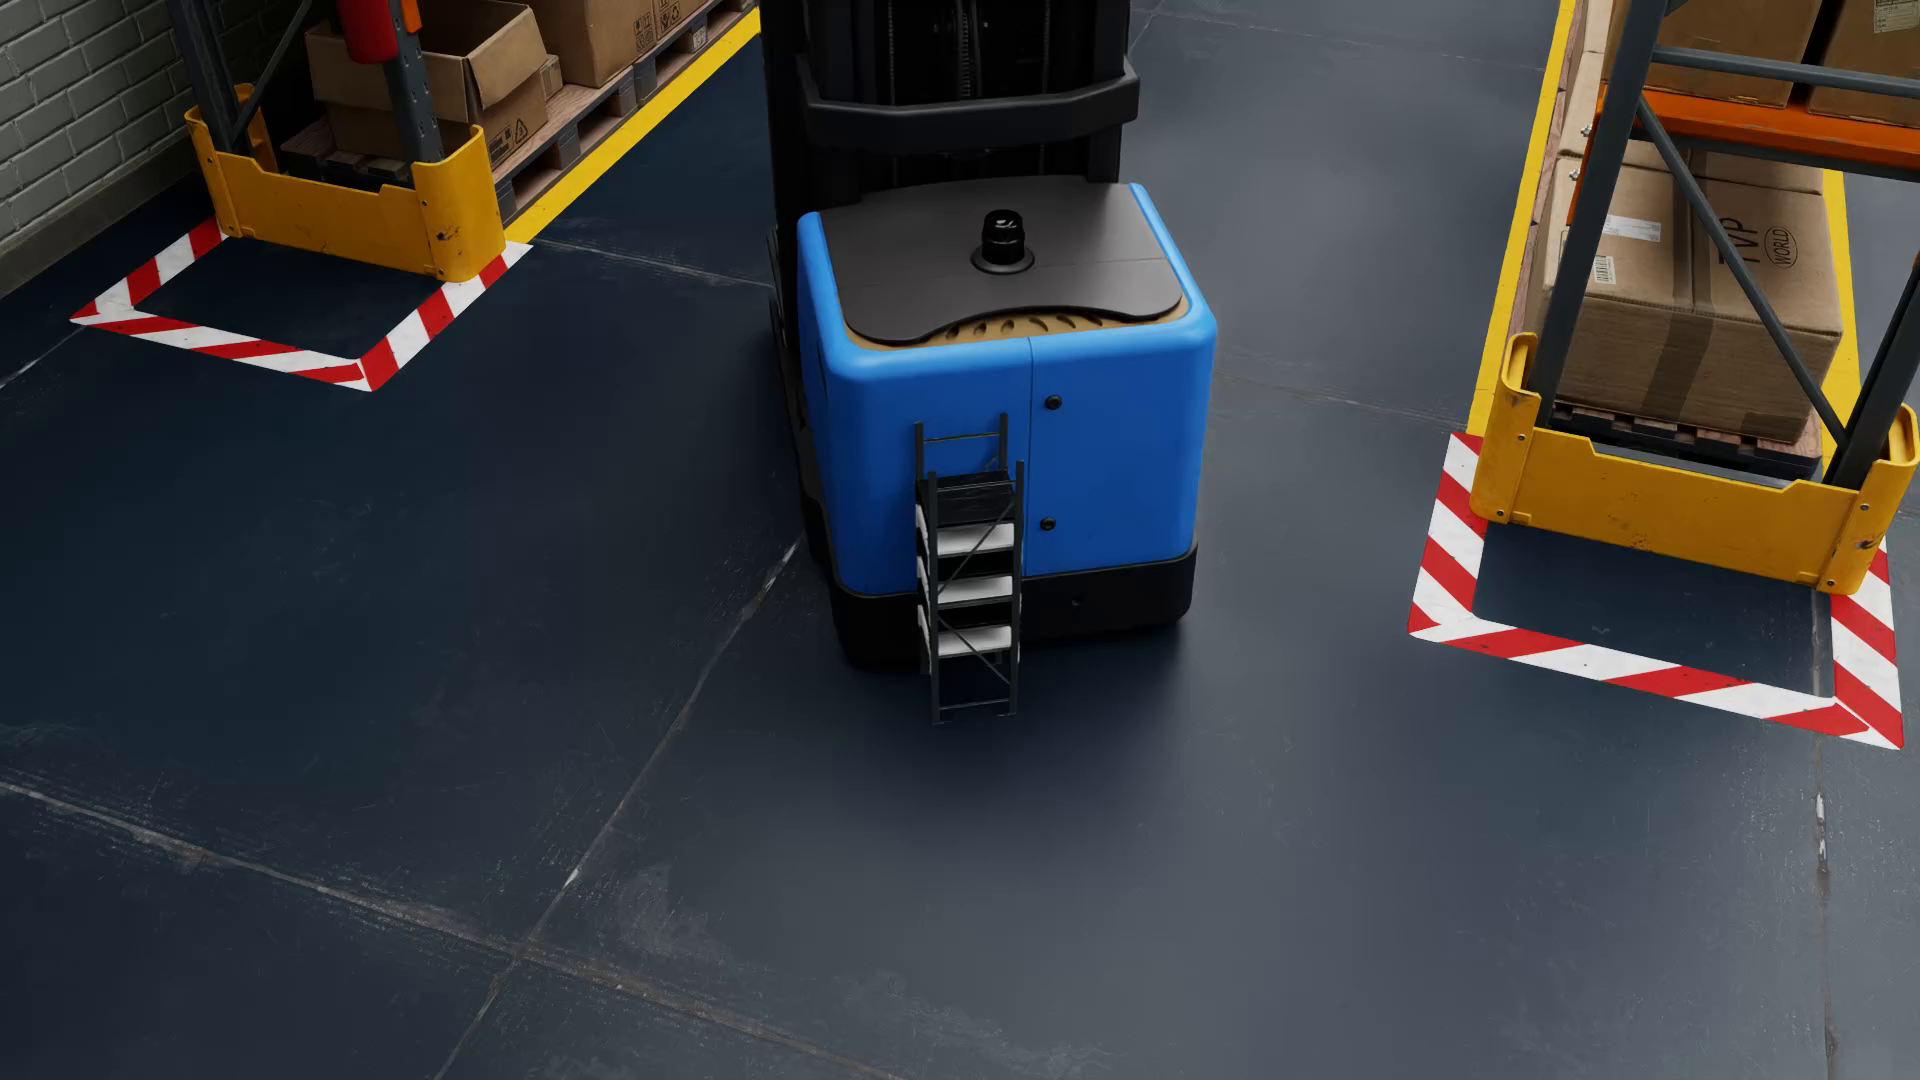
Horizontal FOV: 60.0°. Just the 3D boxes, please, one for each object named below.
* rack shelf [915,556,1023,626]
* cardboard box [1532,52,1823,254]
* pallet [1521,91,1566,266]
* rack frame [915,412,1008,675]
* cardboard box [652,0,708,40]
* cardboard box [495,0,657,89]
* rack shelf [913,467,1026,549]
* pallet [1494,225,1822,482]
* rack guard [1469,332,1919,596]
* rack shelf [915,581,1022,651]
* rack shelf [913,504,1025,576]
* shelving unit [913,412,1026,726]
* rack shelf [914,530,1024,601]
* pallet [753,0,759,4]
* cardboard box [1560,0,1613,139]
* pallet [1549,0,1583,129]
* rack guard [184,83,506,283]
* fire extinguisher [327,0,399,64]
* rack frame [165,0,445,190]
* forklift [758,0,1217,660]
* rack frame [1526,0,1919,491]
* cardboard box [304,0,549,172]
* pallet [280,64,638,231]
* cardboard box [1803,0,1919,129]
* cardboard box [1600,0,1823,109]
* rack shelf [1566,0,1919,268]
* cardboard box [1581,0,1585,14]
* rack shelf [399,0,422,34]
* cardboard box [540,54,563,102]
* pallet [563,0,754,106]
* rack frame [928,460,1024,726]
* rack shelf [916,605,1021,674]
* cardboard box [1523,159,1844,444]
[{"bbox_3d":[0.022,0.121,4.466,0.258,0.077,0.200,-7,41,-8],"label":"rack shelf"},{"bbox_3d":[2.682,-1.379,6.205,0.875,0.438,0.875,14,43,16],"label":"cardboard box"},{"bbox_3d":[2.864,-1.395,6.722,1.003,0.211,1.213,13,42,15],"label":"pallet"},{"bbox_3d":[0.004,0.031,4.520,0.240,0.900,0.006,-7,41,-8],"label":"rack frame"},{"bbox_3d":[-1.519,-2.682,7.685,0.500,0.500,0.500,14,42,16],"label":"cardboard box"},{"bbox_3d":[-1.794,-2.382,7.333,0.700,0.500,0.500,15,43,17],"label":"cardboard box"},{"bbox_3d":[0.022,-0.084,4.291,0.258,0.077,0.200,-7,41,-8],"label":"rack shelf"},{"bbox_3d":[2.445,-0.653,5.853,1.003,0.211,1.213,13,42,15],"label":"pallet"},{"bbox_3d":[2.237,-0.243,5.150,1.175,0.500,0.348,13,42,15],"label":"rack guard"},{"bbox_3d":[0.022,0.190,4.524,0.258,0.077,0.200,-7,41,-8],"label":"rack shelf"},{"bbox_3d":[0.022,-0.016,4.349,0.258,0.077,0.200,-7,41,-8],"label":"rack shelf"},{"bbox_3d":[0.022,0.096,4.444,0.258,0.900,0.210,-7,41,-8],"label":"shelving unit"},{"bbox_3d":[0.022,0.053,4.407,0.258,0.077,0.200,-7,41,-8],"label":"rack shelf"},{"bbox_3d":[-1.289,-3.268,8.918,1.003,0.211,1.213,13,42,15],"label":"pallet"},{"bbox_3d":[2.992,-1.928,6.850,0.875,0.438,0.875,12,42,14],"label":"cardboard box"},{"bbox_3d":[3.279,-2.141,7.597,1.003,0.211,1.213,13,42,15],"label":"pallet"},{"bbox_3d":[-2.395,-1.404,6.510,1.175,0.500,0.348,13,42,15],"label":"rack guard"},{"bbox_3d":[-2.037,-1.945,5.565,0.296,0.674,0.183,13,42,15],"label":"fire extinguisher"},{"bbox_3d":[-2.421,-2.308,5.644,1.000,3.000,0.127,13,42,15],"label":"rack frame"},{"bbox_3d":[-0.085,-1.735,5.025,1.130,2.935,3.031,-7,41,-8],"label":"forklift"},{"bbox_3d":[2.245,-1.209,4.356,1.000,3.000,0.127,13,42,15],"label":"rack frame"},{"bbox_3d":[-2.123,-1.870,6.731,0.797,0.503,0.637,12,42,13],"label":"cardboard box"},{"bbox_3d":[-2.123,-1.780,7.174,1.003,0.211,1.213,13,42,15],"label":"pallet"},{"bbox_3d":[2.679,-1.476,4.592,0.500,0.500,0.500,13,42,15],"label":"cardboard box"},{"bbox_3d":[2.161,-1.600,4.737,0.500,0.500,0.500,14,42,15],"label":"cardboard box"},{"bbox_3d":[2.929,-2.155,6.019,1.077,0.370,4.000,13,42,15],"label":"rack shelf"},{"bbox_3d":[3.297,-2.474,7.490,0.875,0.438,0.875,13,42,14],"label":"cardboard box"},{"bbox_3d":[-1.737,-3.254,7.308,1.077,0.370,4.000,13,42,15],"label":"rack shelf"},{"bbox_3d":[-1.941,-1.986,7.140,0.380,0.149,0.250,12,42,13],"label":"cardboard box"},{"bbox_3d":[-1.704,-2.522,8.043,1.003,0.211,1.213,13,42,15],"label":"pallet"},{"bbox_3d":[0.040,0.161,4.368,0.240,0.900,0.006,-7,41,-8],"label":"rack frame"},{"bbox_3d":[0.022,0.258,4.583,0.258,0.077,0.200,-7,41,-8],"label":"rack shelf"},{"bbox_3d":[2.377,-0.819,5.549,0.875,0.438,0.875,12,42,14],"label":"cardboard box"}]
